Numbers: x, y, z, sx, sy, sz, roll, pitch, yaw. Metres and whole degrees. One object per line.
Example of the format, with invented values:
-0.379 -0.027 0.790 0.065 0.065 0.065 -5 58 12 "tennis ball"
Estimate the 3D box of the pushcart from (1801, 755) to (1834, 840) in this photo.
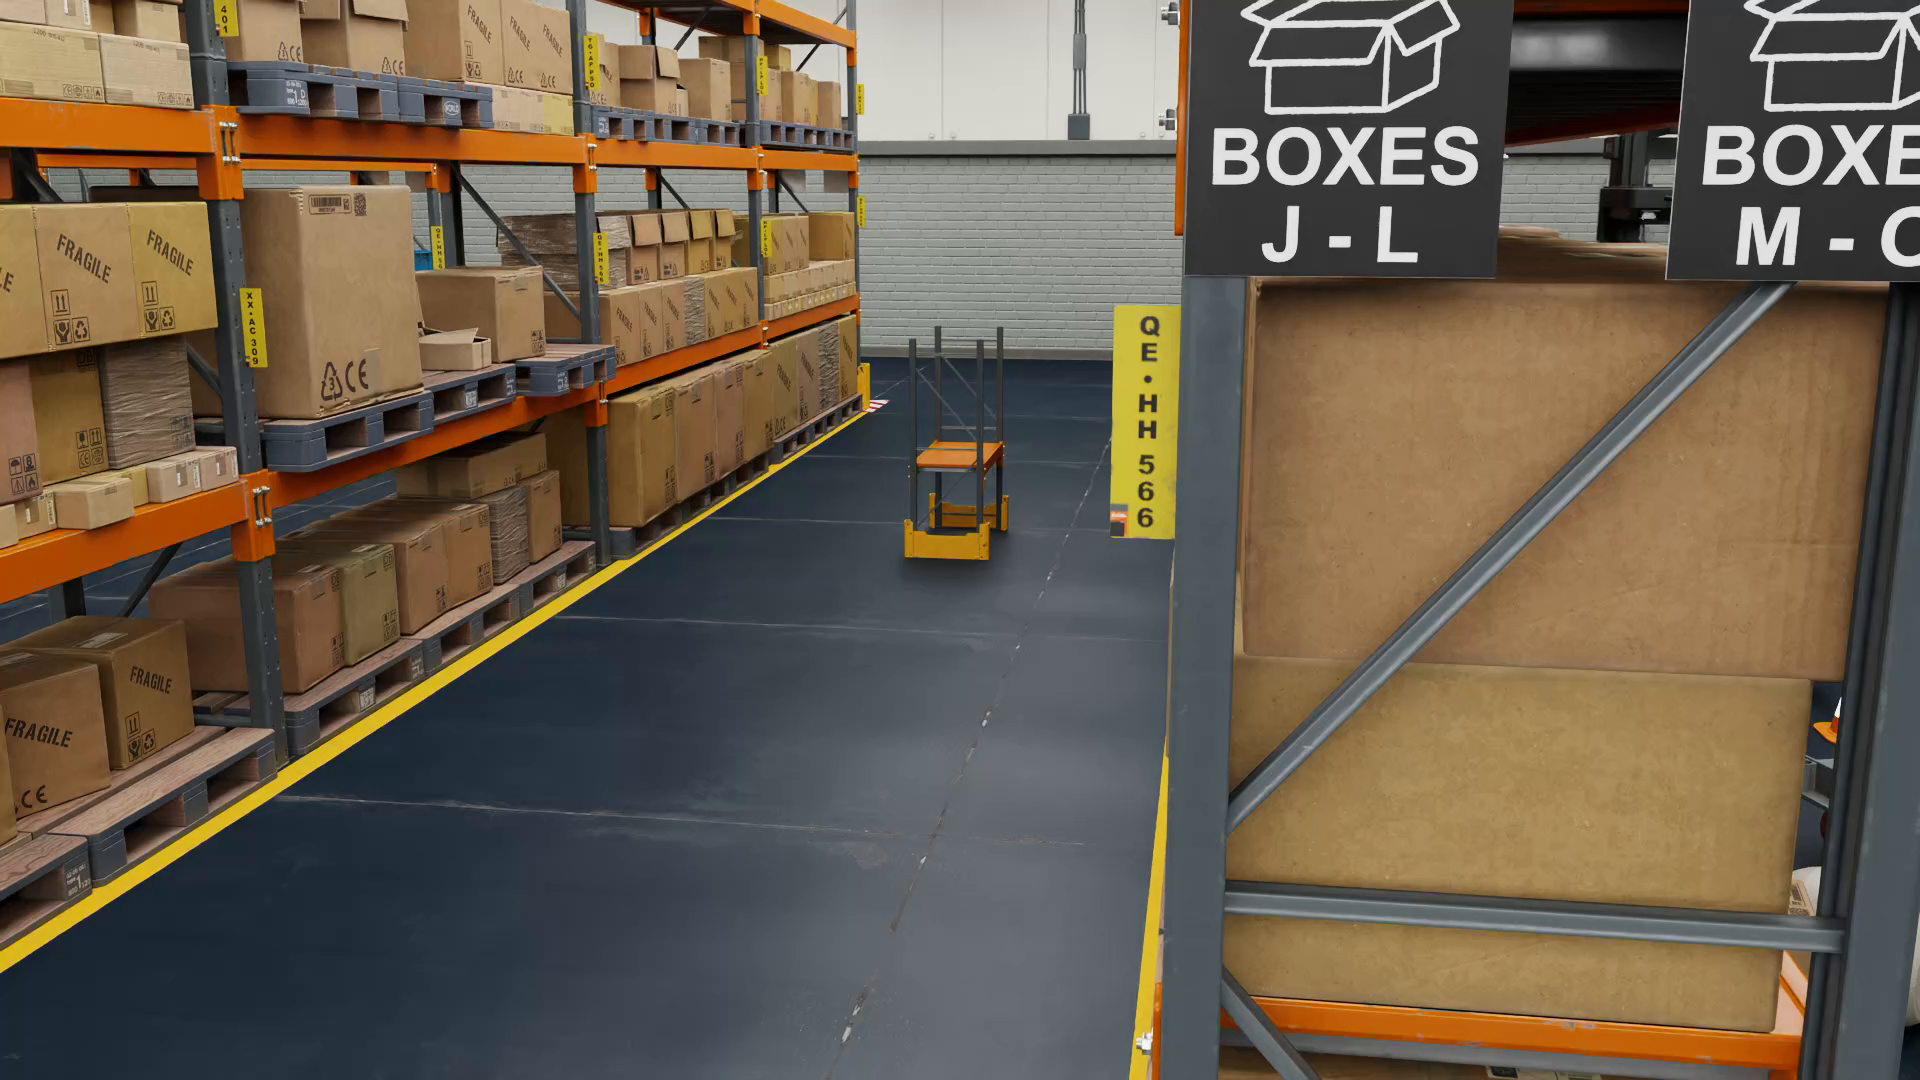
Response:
4.057 1.066 6.153 1.648 0.377 0.936 -2 12 -11 "pushcart"

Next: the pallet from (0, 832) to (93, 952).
-3.728 1.285 5.530 1.003 0.211 1.213 2 12 9 "pallet"

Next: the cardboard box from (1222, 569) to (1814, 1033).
0.808 0.389 2.714 0.875 0.550 0.550 2 12 9 "cardboard box"

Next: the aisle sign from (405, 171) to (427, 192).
-6.223 -4.409 19.159 0.394 0.787 0.004 2 12 9 "aisle sign"

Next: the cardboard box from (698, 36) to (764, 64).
-2.093 -4.471 15.246 0.500 0.250 0.500 1 12 5 "cardboard box"

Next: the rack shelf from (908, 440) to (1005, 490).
-0.013 -0.540 11.791 0.538 0.185 1.000 2 12 9 "rack shelf"

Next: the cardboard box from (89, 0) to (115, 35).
-3.370 -1.932 6.128 0.380 0.149 0.250 2 12 9 "cardboard box"

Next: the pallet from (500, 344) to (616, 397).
-2.864 -1.061 10.251 1.213 0.211 1.003 2 12 9 "pallet"

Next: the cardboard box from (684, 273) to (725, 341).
-2.203 -1.870 13.313 0.500 0.500 0.500 2 12 8 "cardboard box"

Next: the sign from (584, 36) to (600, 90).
-2.324 -3.007 10.481 0.100 0.325 0.005 2 12 9 "sign"

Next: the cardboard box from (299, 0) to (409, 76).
-3.161 -2.487 8.050 0.797 0.503 0.637 2 12 11 "cardboard box"

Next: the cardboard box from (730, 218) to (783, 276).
-1.918 -2.669 15.129 0.500 0.500 0.500 2 12 9 "cardboard box"

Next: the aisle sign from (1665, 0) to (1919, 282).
1.081 -0.706 1.977 0.394 0.787 0.004 2 12 9 "aisle sign"

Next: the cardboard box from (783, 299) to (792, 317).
-1.790 -2.177 15.570 0.380 0.149 0.250 2 12 11 "cardboard box"

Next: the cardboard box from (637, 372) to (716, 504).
-2.588 -0.801 12.638 1.225 0.875 0.875 2 12 9 "cardboard box"

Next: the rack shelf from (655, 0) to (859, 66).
-1.937 -4.941 16.217 1.077 0.370 4.000 2 12 9 "rack shelf"

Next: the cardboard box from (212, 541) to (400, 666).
-3.267 0.307 8.336 0.700 0.500 0.500 2 12 8 "cardboard box"

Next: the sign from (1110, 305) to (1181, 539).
0.262 -0.162 2.313 0.100 0.325 0.005 2 12 9 "sign"

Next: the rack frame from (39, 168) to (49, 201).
-11.417 -3.294 20.156 1.000 3.000 0.127 2 12 9 "rack frame"

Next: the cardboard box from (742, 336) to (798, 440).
-2.064 -1.441 15.604 0.875 0.875 0.875 2 12 9 "cardboard box"

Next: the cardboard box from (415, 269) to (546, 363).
-2.890 -1.327 9.799 0.700 0.500 0.500 4 13 17 "cardboard box"

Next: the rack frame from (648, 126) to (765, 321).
-2.244 -2.139 14.799 1.000 3.000 0.127 2 12 9 "rack frame"

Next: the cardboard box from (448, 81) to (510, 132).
-2.833 -2.384 9.173 0.500 0.250 0.500 2 12 10 "cardboard box"

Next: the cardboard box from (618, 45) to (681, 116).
-2.566 -3.454 12.541 0.797 0.503 0.637 2 12 8 "cardboard box"

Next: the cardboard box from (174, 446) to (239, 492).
-3.217 -0.297 6.846 0.380 0.149 0.250 2 12 9 "cardboard box"

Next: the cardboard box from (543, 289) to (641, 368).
-2.516 -1.448 11.353 0.500 0.500 0.500 2 12 10 "cardboard box"

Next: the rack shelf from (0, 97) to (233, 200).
-3.782 -1.172 4.900 1.077 0.370 4.000 2 12 9 "rack shelf"

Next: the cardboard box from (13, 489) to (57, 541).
-3.460 -0.091 5.894 0.380 0.149 0.250 2 12 9 "cardboard box"

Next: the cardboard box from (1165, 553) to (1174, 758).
1.417 0.470 7.034 1.050 0.750 0.750 2 12 8 "cardboard box"

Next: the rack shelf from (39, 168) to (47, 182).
-11.725 -3.992 17.984 1.077 0.370 4.000 2 12 9 "rack shelf"

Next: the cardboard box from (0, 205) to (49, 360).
-3.425 -0.846 5.483 0.500 0.500 0.500 2 12 9 "cardboard box"

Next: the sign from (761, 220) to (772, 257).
-1.707 -2.651 14.613 0.100 0.325 0.005 2 12 9 "sign"

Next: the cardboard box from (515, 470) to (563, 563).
-2.943 -0.159 10.502 0.700 0.500 0.500 1 12 6 "cardboard box"

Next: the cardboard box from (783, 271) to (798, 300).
-1.832 -2.404 15.678 0.500 0.250 0.500 2 12 8 "cardboard box"

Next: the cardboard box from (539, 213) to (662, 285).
-2.628 -2.133 12.152 0.797 0.503 0.637 2 12 10 "cardboard box"

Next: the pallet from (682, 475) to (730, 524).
-2.474 -0.358 13.154 1.003 0.211 1.213 2 12 9 "pallet"

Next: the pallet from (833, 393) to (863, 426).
-1.675 -1.440 18.173 1.003 0.211 1.213 2 12 9 "pallet"

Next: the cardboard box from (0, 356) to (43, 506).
-3.694 -0.366 5.629 0.875 0.500 0.500 2 12 9 "cardboard box"

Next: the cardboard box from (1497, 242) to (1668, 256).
1.105 -0.366 3.653 0.875 0.550 0.550 2 12 9 "cardboard box"

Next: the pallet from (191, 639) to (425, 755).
-3.356 0.727 8.118 1.003 0.211 1.213 2 12 9 "pallet"

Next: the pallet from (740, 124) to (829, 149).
-1.918 -3.985 16.456 1.003 0.211 1.213 2 12 9 "pallet"

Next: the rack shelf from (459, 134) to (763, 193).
-2.552 -2.837 12.627 1.077 0.370 4.000 2 12 9 "rack shelf"

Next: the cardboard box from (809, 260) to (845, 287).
-1.520 -2.829 17.649 0.500 0.250 0.500 2 12 8 "cardboard box"

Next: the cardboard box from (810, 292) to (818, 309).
-1.632 -2.392 16.567 0.380 0.149 0.250 2 12 7 "cardboard box"

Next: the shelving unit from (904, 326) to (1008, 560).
-0.012 -0.717 11.762 0.587 1.500 1.083 2 12 9 "shelving unit"

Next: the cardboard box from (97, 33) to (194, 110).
-3.287 -1.763 6.292 0.500 0.250 0.500 2 12 11 "cardboard box"

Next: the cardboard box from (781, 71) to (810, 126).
-1.876 -4.289 16.185 0.700 0.500 0.500 2 12 11 "cardboard box"

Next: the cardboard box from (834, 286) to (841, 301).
-1.476 -2.606 17.560 0.380 0.149 0.250 2 12 10 "cardboard box"

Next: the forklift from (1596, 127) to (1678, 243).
4.256 -0.991 9.633 1.130 2.935 3.031 2 12 10 "forklift"
